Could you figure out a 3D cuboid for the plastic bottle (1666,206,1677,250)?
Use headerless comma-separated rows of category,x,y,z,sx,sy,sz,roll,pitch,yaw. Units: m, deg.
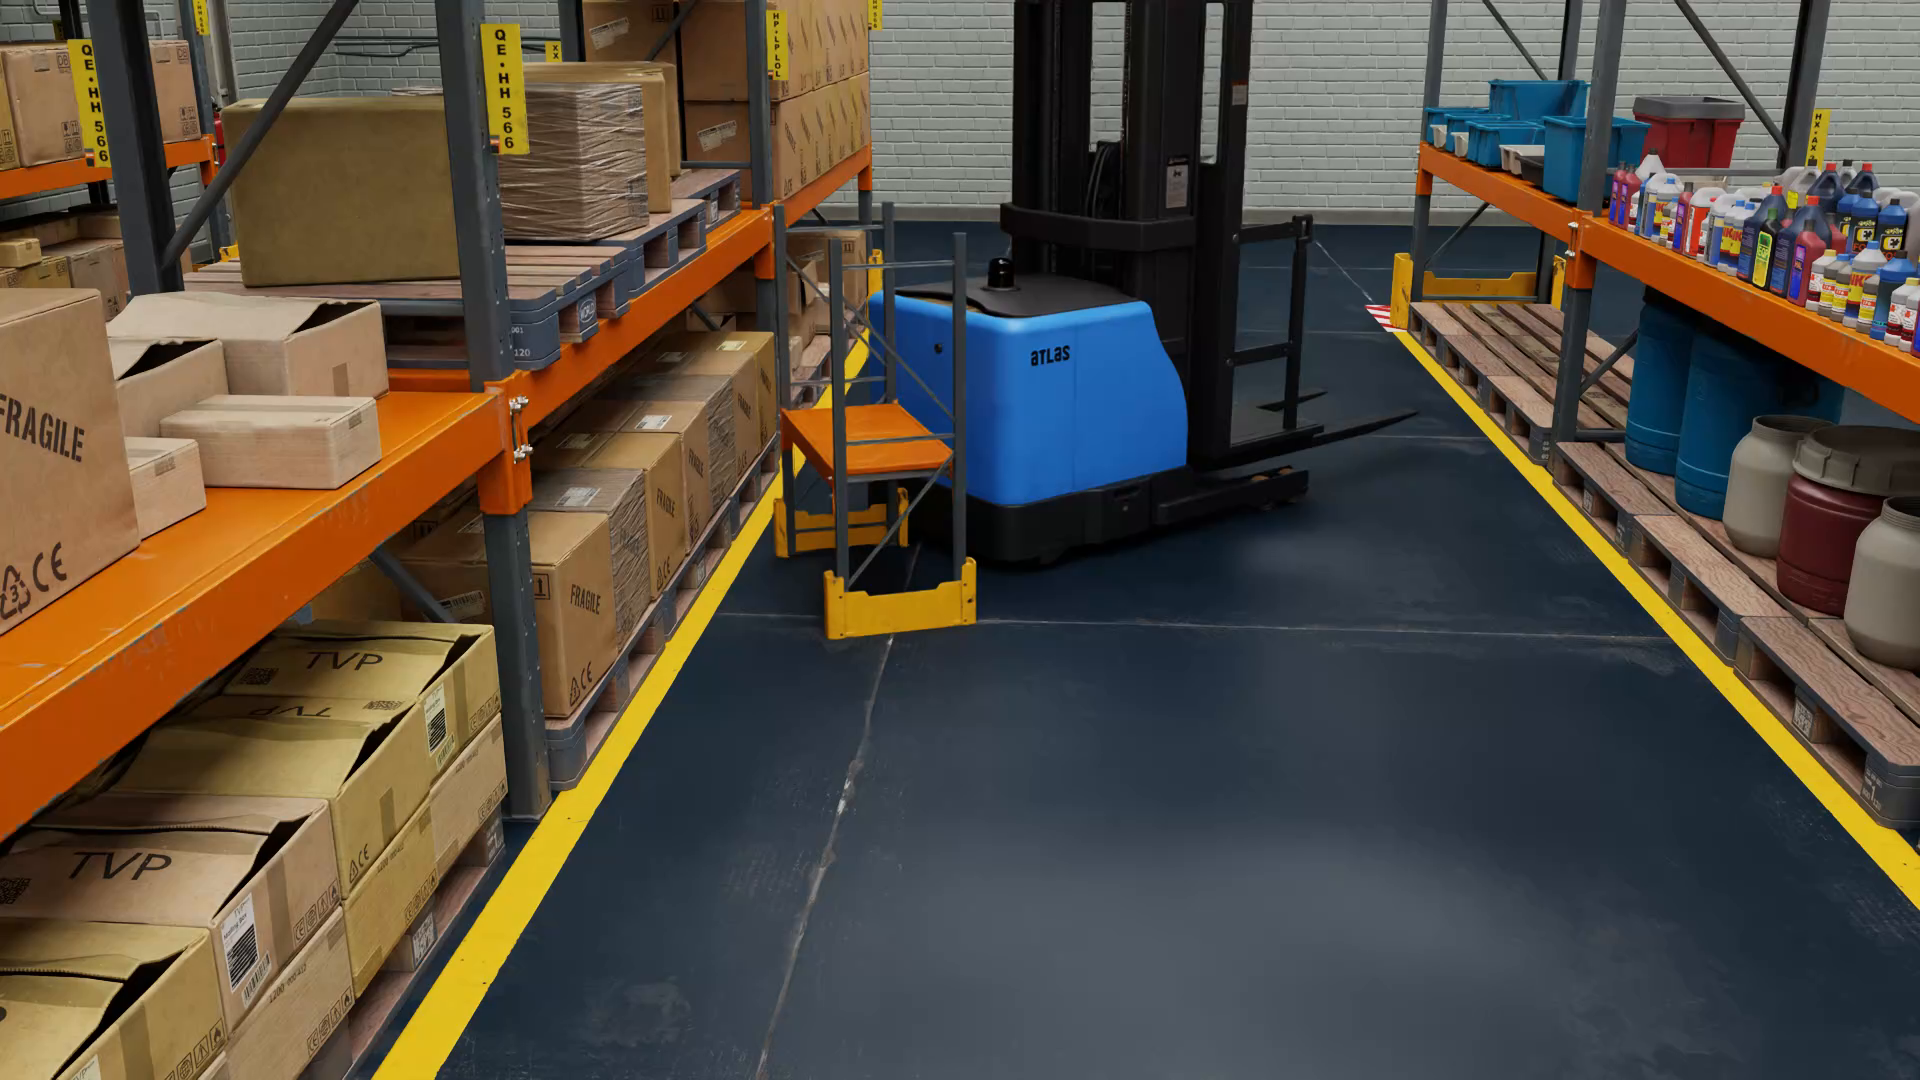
plastic bottle,3.010,-1.315,6.938,0.097,0.201,0.097,0,18,0

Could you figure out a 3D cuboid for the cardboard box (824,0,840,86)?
cardboard box,-1.017,-3.009,10.023,0.500,0.500,0.500,2,18,6

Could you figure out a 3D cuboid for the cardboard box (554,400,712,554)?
cardboard box,-1.305,-0.260,6.709,0.500,0.500,0.500,1,18,2

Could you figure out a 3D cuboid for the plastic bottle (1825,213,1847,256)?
plastic bottle,3.055,-1.001,5.848,0.061,0.283,0.133,1,18,4

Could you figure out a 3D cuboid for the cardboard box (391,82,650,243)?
cardboard box,-1.540,-1.349,5.887,0.700,0.500,0.500,5,19,14

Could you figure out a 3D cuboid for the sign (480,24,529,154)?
sign,-1.174,-1.163,4.294,0.100,0.325,0.005,1,18,4

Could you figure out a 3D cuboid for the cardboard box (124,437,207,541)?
cardboard box,-1.764,-0.107,3.336,0.380,0.149,0.250,3,18,8

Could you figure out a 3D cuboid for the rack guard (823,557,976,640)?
rack guard,-0.227,0.222,6.344,0.587,0.250,0.087,-5,19,-16

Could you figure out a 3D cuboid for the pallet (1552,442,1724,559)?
pallet,3.402,-0.190,7.665,1.003,0.211,1.213,1,18,4

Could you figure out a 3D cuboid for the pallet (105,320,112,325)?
pallet,-6.165,-1.265,10.944,1.003,0.211,1.213,1,18,4

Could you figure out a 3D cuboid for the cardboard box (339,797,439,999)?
cardboard box,-1.556,0.812,3.868,0.500,0.250,0.500,1,18,3

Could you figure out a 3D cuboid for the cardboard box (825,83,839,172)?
cardboard box,-1.027,-2.538,10.191,0.500,0.500,0.500,1,18,3

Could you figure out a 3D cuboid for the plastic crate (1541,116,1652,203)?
plastic crate,3.192,-1.928,8.418,0.392,0.384,0.575,1,18,4

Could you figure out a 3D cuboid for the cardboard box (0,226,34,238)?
cardboard box,-6.326,-1.968,10.909,0.380,0.149,0.250,1,18,4

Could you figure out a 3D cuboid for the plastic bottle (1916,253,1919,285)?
plastic bottle,3.519,-1.058,5.912,0.144,0.351,0.185,1,18,4

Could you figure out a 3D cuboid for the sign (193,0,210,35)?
sign,-5.556,-3.864,12.158,0.100,0.325,0.005,1,18,4

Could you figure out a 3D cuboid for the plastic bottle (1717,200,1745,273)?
plastic bottle,2.967,-1.163,6.361,0.097,0.271,0.097,0,18,0

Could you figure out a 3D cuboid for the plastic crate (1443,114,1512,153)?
plastic crate,3.392,-2.672,10.932,0.416,0.233,0.300,1,18,4

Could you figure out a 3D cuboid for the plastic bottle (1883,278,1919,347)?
plastic bottle,2.866,-0.690,5.031,0.097,0.201,0.097,0,18,0

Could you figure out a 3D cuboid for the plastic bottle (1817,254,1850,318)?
plastic bottle,2.900,-0.841,5.492,0.097,0.201,0.097,0,18,0

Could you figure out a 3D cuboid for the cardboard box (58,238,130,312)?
cardboard box,-6.082,-1.854,11.605,0.700,0.500,0.500,1,18,4

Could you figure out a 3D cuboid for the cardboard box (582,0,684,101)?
cardboard box,-1.663,-2.551,8.626,0.500,0.500,0.500,1,18,4

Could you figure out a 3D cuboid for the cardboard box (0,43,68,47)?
cardboard box,-6.164,-2.975,11.205,0.980,0.700,0.700,1,18,3

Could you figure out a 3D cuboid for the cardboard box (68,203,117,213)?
cardboard box,-6.237,-2.361,12.110,0.380,0.149,0.250,1,18,4

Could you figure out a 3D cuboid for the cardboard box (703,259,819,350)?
cardboard box,-1.312,-1.472,10.402,0.797,0.503,0.637,1,18,4

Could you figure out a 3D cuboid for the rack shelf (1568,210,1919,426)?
rack shelf,3.355,-0.791,6.176,1.077,0.370,4.000,1,18,4

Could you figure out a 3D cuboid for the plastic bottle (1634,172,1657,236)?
plastic bottle,3.040,-1.481,7.332,0.097,0.271,0.097,0,18,0

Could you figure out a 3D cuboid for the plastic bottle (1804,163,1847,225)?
plastic bottle,3.602,-1.384,6.908,0.144,0.351,0.185,1,18,4

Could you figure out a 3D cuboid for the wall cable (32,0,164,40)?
wall cable,-6.948,-4.119,13.546,0.084,1.984,1.851,1,18,4

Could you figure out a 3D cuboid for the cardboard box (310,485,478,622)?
cardboard box,-1.895,0.059,5.732,0.500,0.500,0.500,2,18,6

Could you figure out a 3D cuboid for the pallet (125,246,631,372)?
pallet,-1.750,-0.745,5.186,1.213,0.211,1.003,1,18,4

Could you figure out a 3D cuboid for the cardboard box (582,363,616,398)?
cardboard box,-1.791,-0.788,7.115,0.500,0.250,0.500,1,18,4

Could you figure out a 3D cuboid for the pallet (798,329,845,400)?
pallet,-1.307,-1.134,10.545,1.003,0.211,1.213,1,18,4

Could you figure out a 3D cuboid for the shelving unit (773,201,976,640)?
shelving unit,-0.372,-0.520,6.602,0.587,1.500,1.083,-5,19,-16

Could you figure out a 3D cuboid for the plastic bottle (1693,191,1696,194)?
plastic bottle,3.185,-1.414,7.240,0.097,0.201,0.097,0,18,0

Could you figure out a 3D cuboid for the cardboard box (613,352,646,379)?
cardboard box,-1.746,-0.576,7.673,0.500,0.500,0.500,2,18,5

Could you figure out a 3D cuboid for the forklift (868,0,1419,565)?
forklift,1.043,-1.644,7.734,3.031,2.935,1.130,-14,23,-37

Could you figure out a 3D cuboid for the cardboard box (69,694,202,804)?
cardboard box,-2.088,0.536,3.810,0.500,0.311,0.500,1,18,3

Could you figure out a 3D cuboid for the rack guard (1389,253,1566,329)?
rack guard,3.774,-1.816,12.164,1.175,0.500,0.348,1,18,4

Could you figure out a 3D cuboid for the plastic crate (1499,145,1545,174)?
plastic crate,3.324,-2.205,9.662,0.293,0.136,0.466,1,18,4

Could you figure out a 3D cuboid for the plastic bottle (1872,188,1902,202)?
plastic bottle,3.731,-1.296,6.759,0.152,0.276,0.135,1,18,4

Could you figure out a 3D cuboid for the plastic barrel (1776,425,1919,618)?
plastic barrel,3.311,-0.069,6.014,0.600,0.588,0.708,1,18,4

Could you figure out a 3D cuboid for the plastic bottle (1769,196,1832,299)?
plastic bottle,2.950,-1.027,5.820,0.144,0.351,0.185,1,18,4

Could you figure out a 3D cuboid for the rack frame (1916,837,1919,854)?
rack frame,3.212,-0.512,4.168,1.000,3.000,0.127,1,18,4

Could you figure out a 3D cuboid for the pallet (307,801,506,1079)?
pallet,-1.826,0.956,4.166,1.003,0.211,1.213,1,18,4

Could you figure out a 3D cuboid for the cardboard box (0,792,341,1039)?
cardboard box,-1.590,0.703,3.300,0.500,0.311,0.500,1,18,4

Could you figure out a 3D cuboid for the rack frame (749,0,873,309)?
rack frame,-1.155,-3.108,12.092,1.000,3.000,0.127,1,18,4

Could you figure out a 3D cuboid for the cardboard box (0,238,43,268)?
cardboard box,-5.983,-1.790,10.366,0.380,0.149,0.250,1,18,2

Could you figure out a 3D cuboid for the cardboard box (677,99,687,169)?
cardboard box,-1.662,-2.074,8.776,0.500,0.500,0.500,2,18,5

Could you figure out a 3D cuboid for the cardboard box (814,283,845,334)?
cardboard box,-1.046,-1.542,11.021,0.500,0.250,0.500,1,18,4
